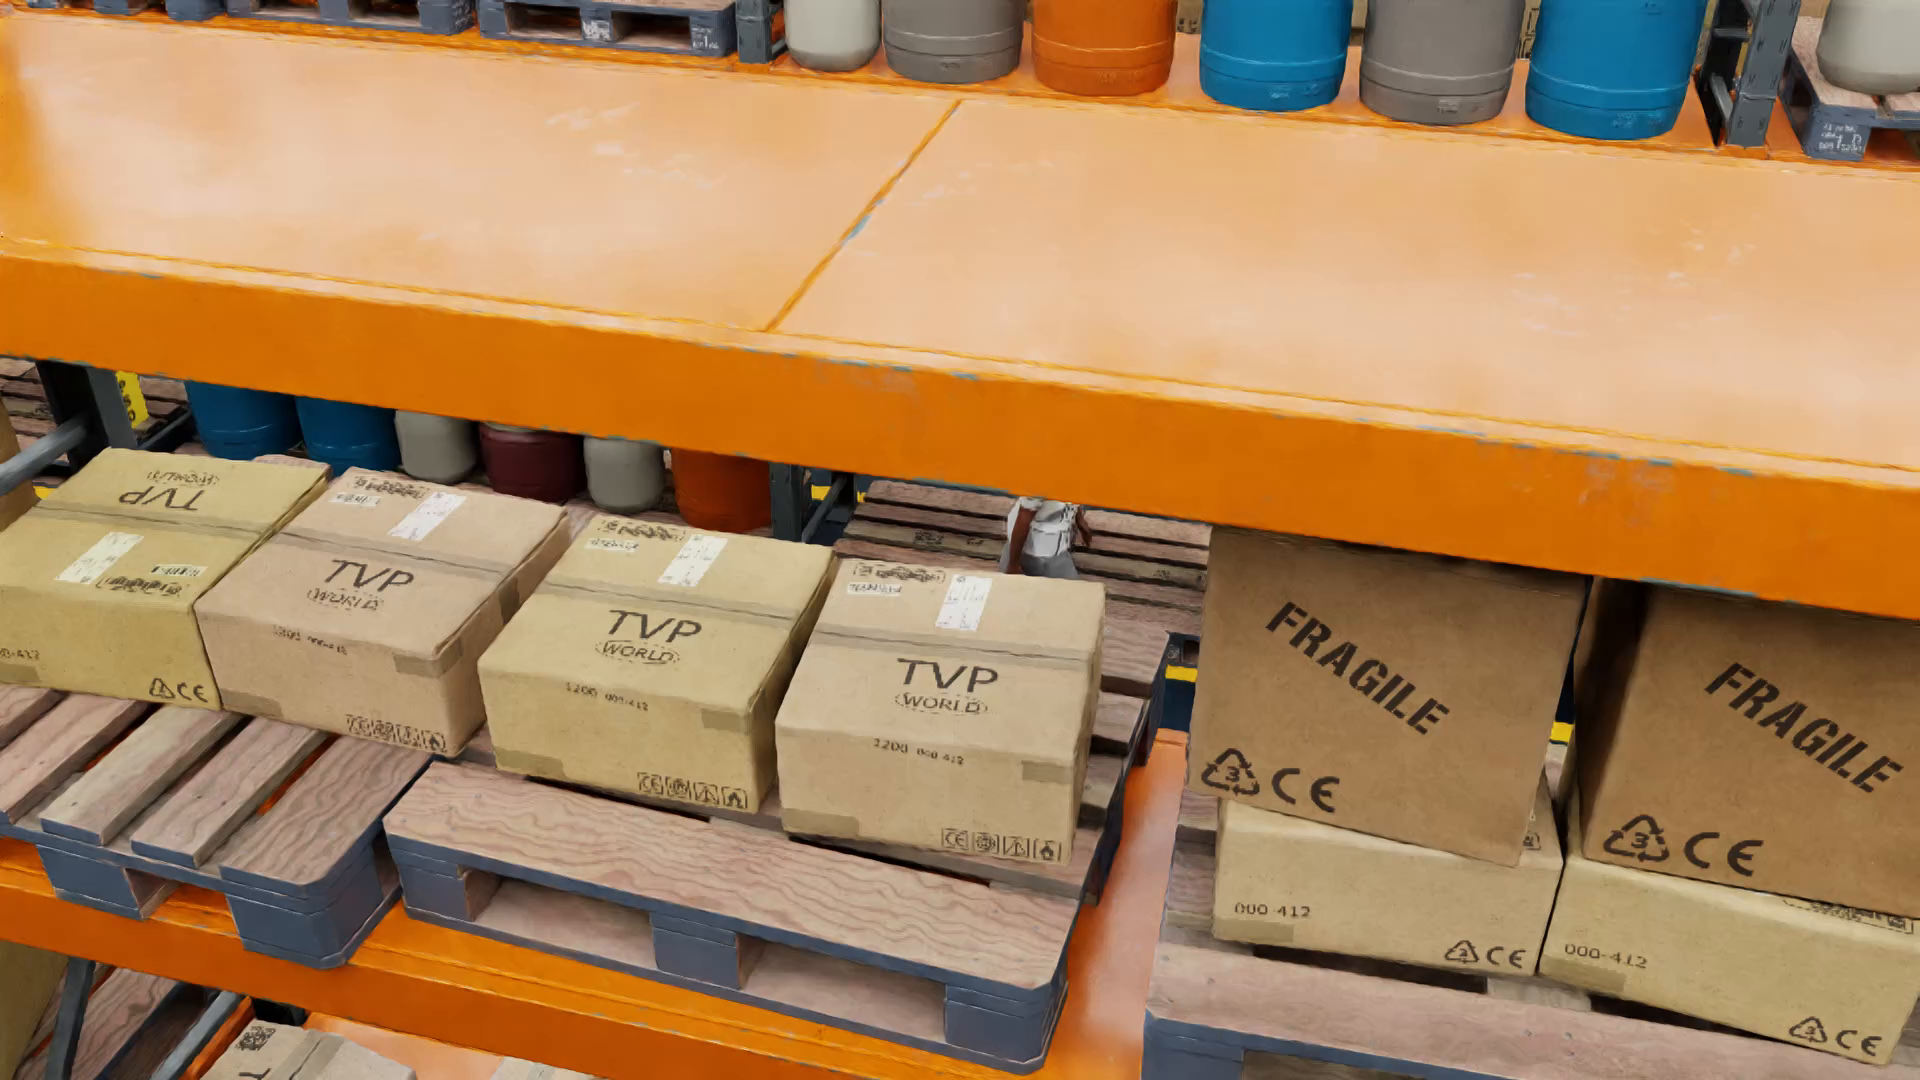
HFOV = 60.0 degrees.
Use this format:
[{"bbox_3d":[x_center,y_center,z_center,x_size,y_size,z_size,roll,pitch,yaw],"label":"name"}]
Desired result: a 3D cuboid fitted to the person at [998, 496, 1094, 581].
[{"bbox_3d":[0.454,-0.027,7.690,0.941,1.625,0.465,4,33,6],"label":"person"}]
